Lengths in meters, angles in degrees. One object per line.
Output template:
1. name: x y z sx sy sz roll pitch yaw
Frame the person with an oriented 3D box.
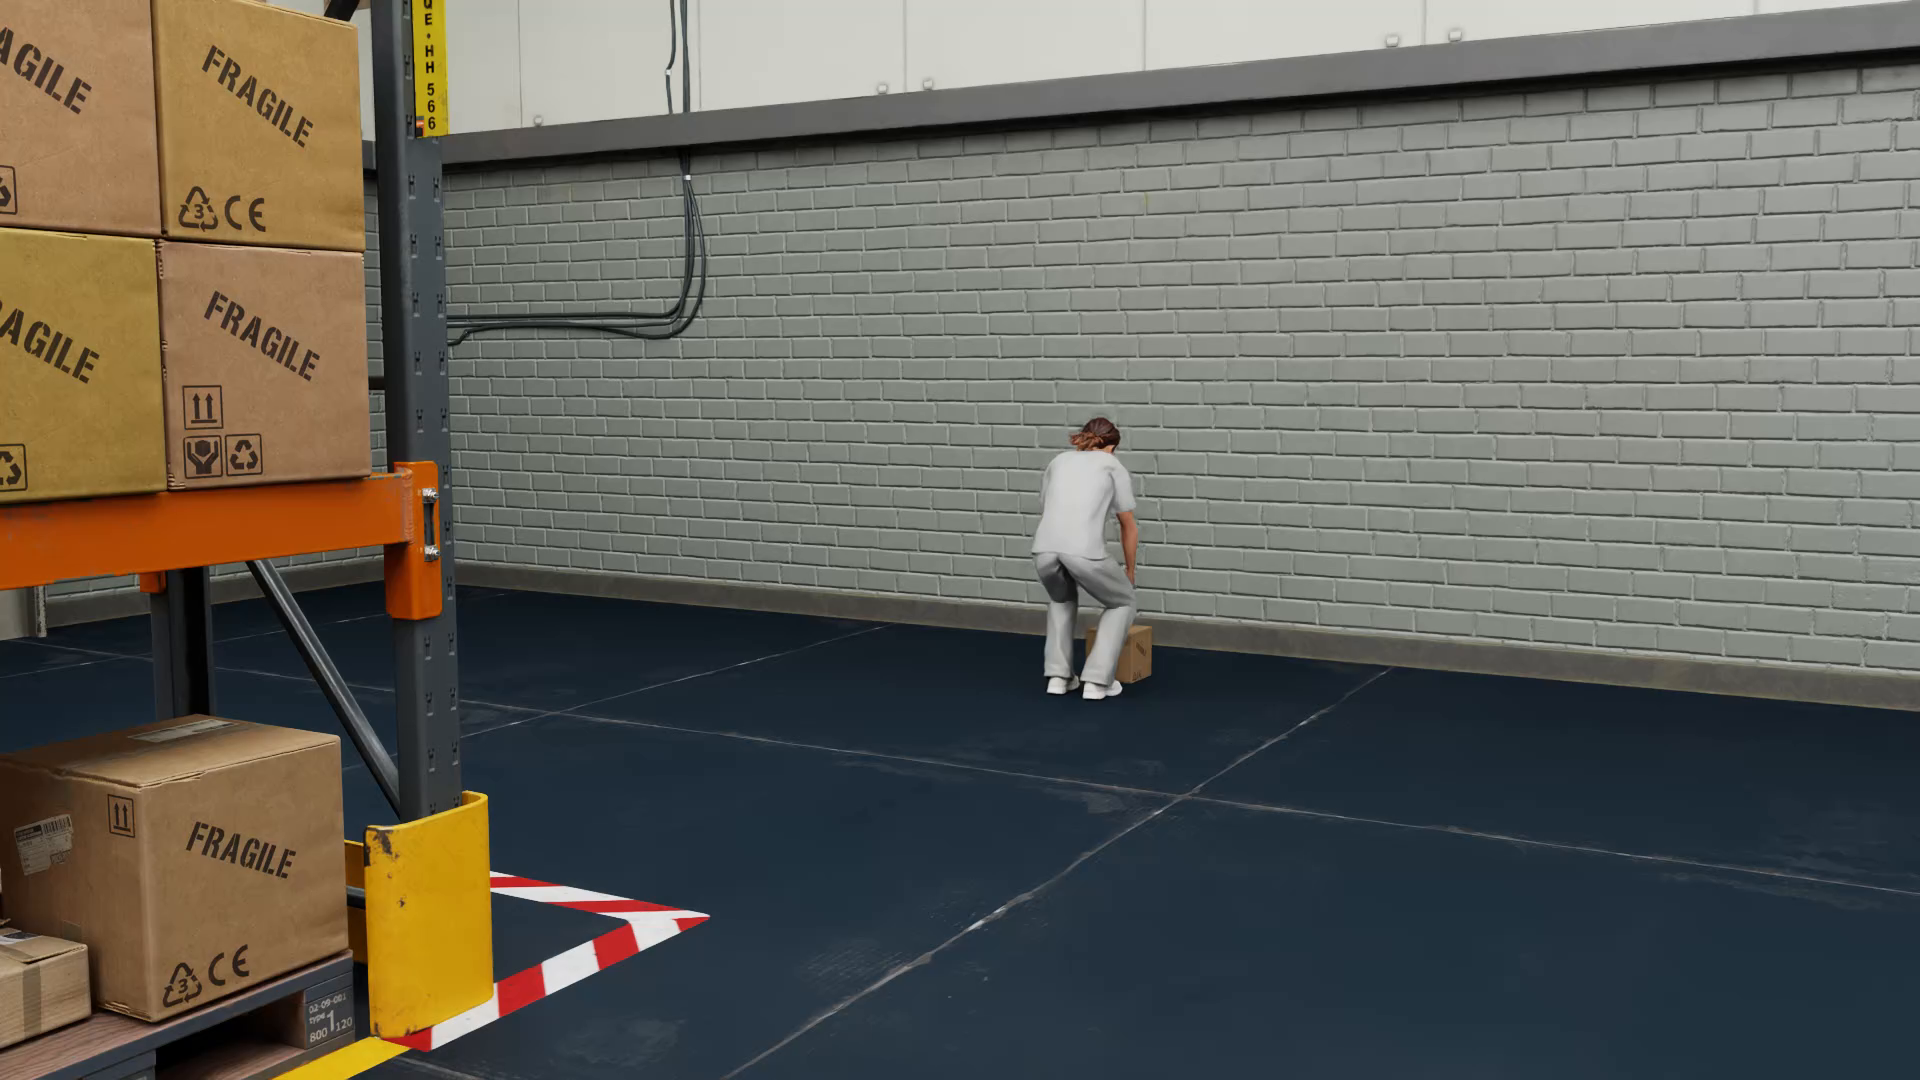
1. person: 0.570 0.078 7.890 0.491 1.304 0.683 3 7 29
